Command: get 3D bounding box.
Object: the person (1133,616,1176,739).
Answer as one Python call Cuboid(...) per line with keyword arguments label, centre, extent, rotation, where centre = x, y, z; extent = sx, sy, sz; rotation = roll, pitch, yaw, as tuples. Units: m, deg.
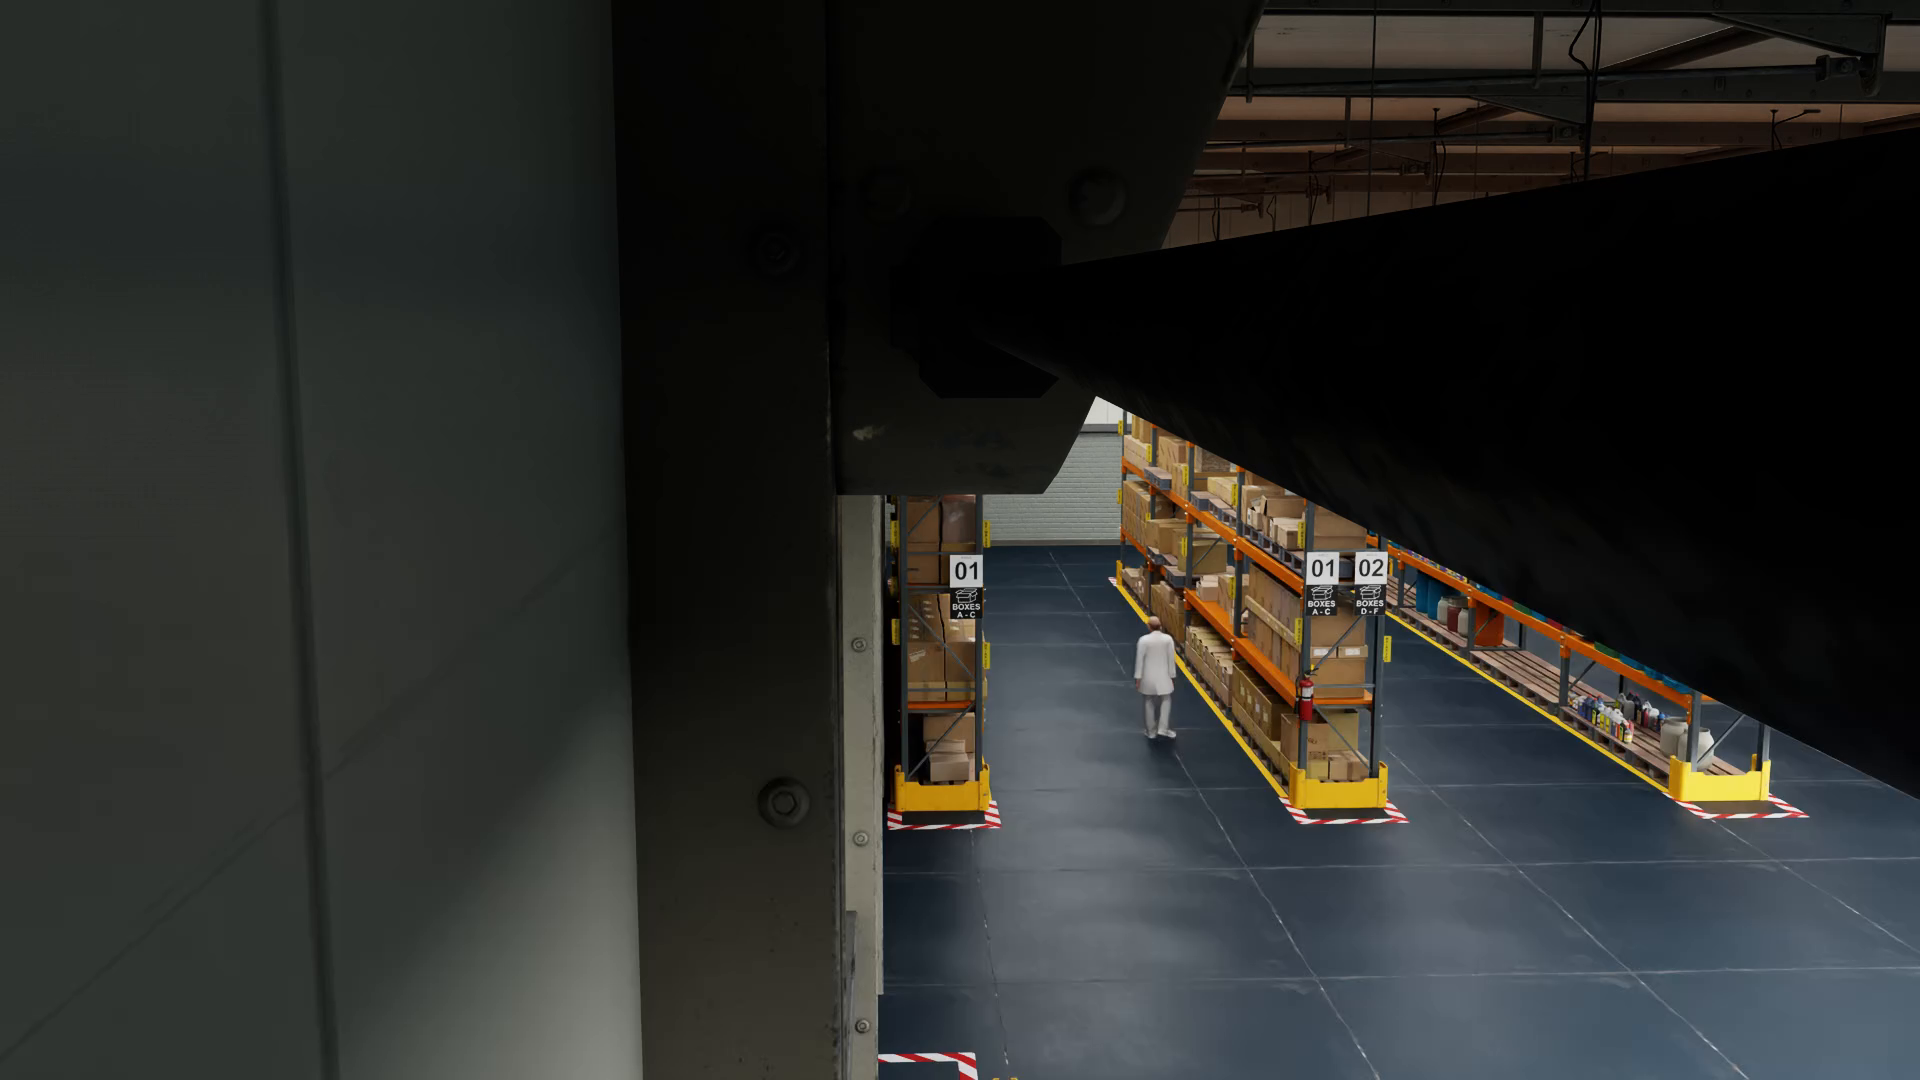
Cuboid(label="person", centre=(2.782, 1.961, 23.757), extent=(0.617, 1.762, 0.593), rotation=(-1, 8, -5))
